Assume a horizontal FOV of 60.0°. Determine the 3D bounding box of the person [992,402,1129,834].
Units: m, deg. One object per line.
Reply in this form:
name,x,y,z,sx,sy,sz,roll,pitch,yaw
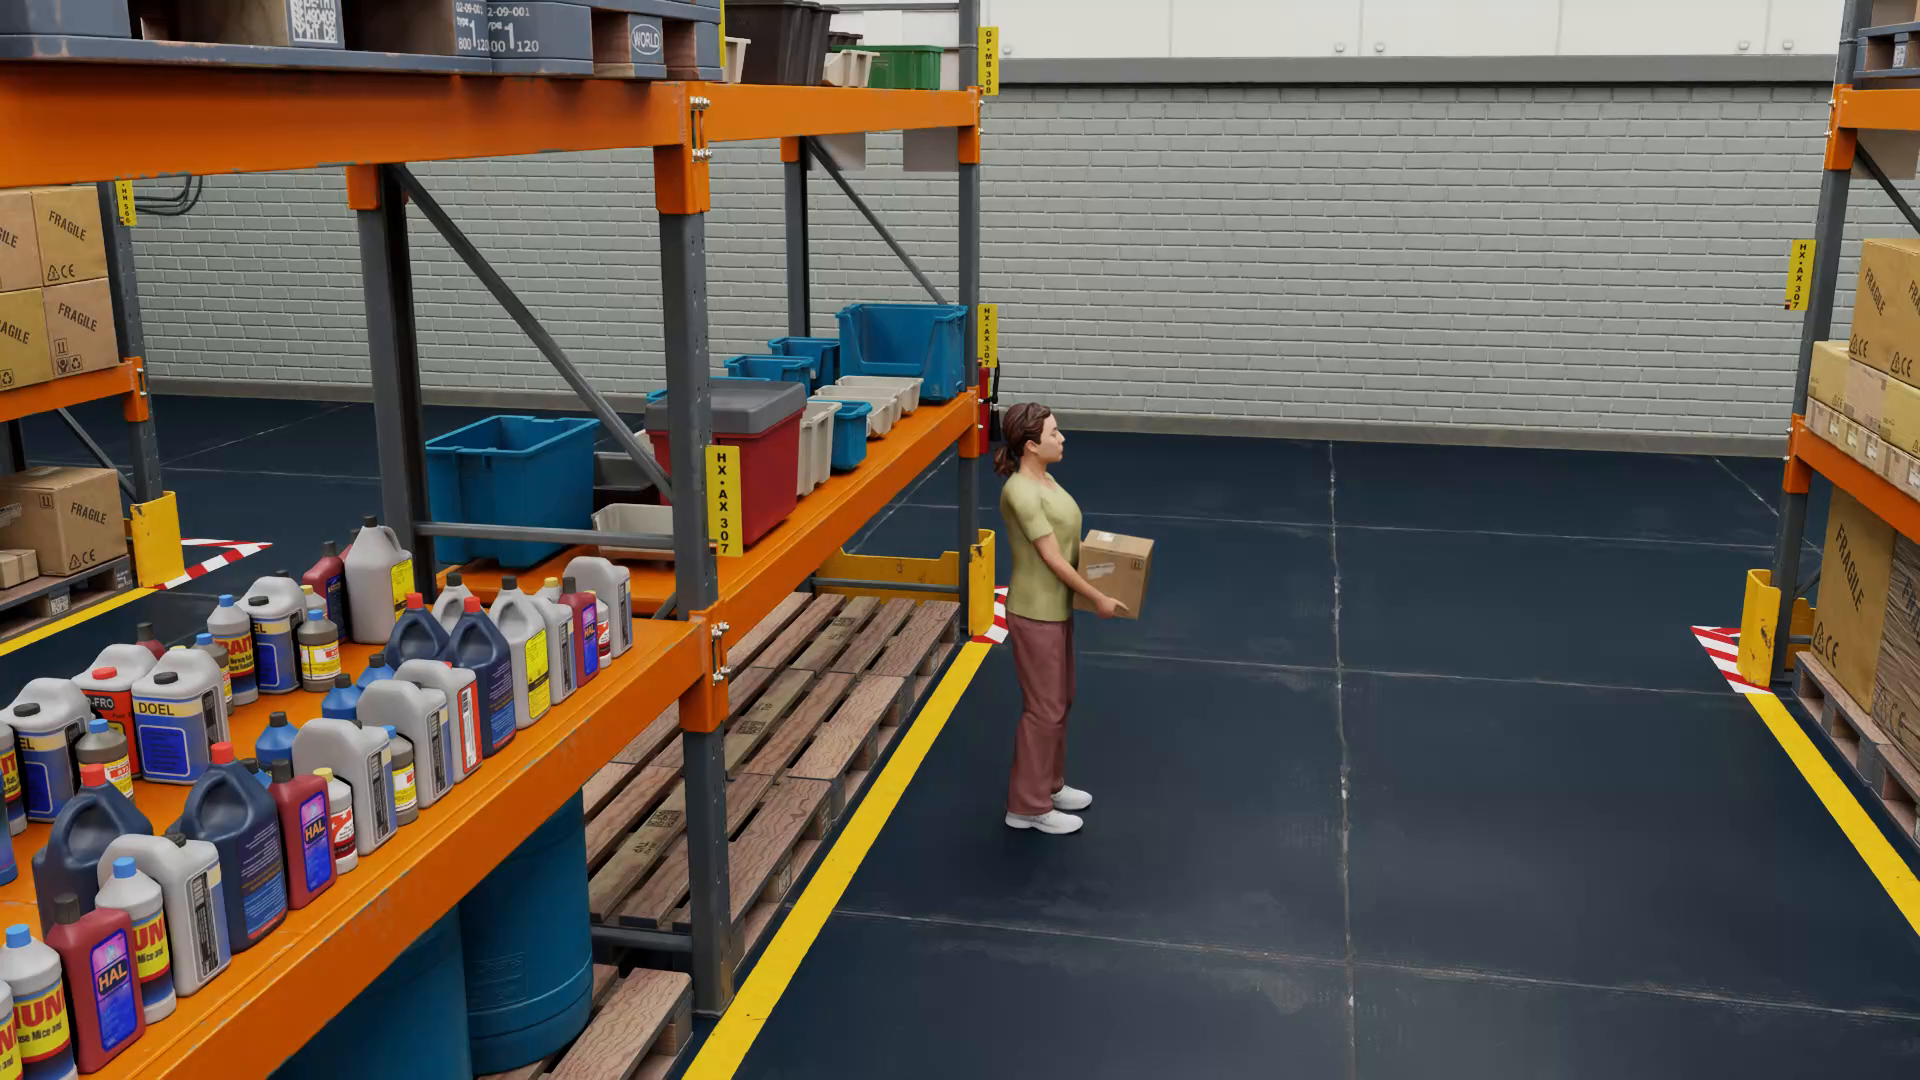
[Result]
person,0.389,0.297,6.413,0.559,1.663,0.425,3,15,12
